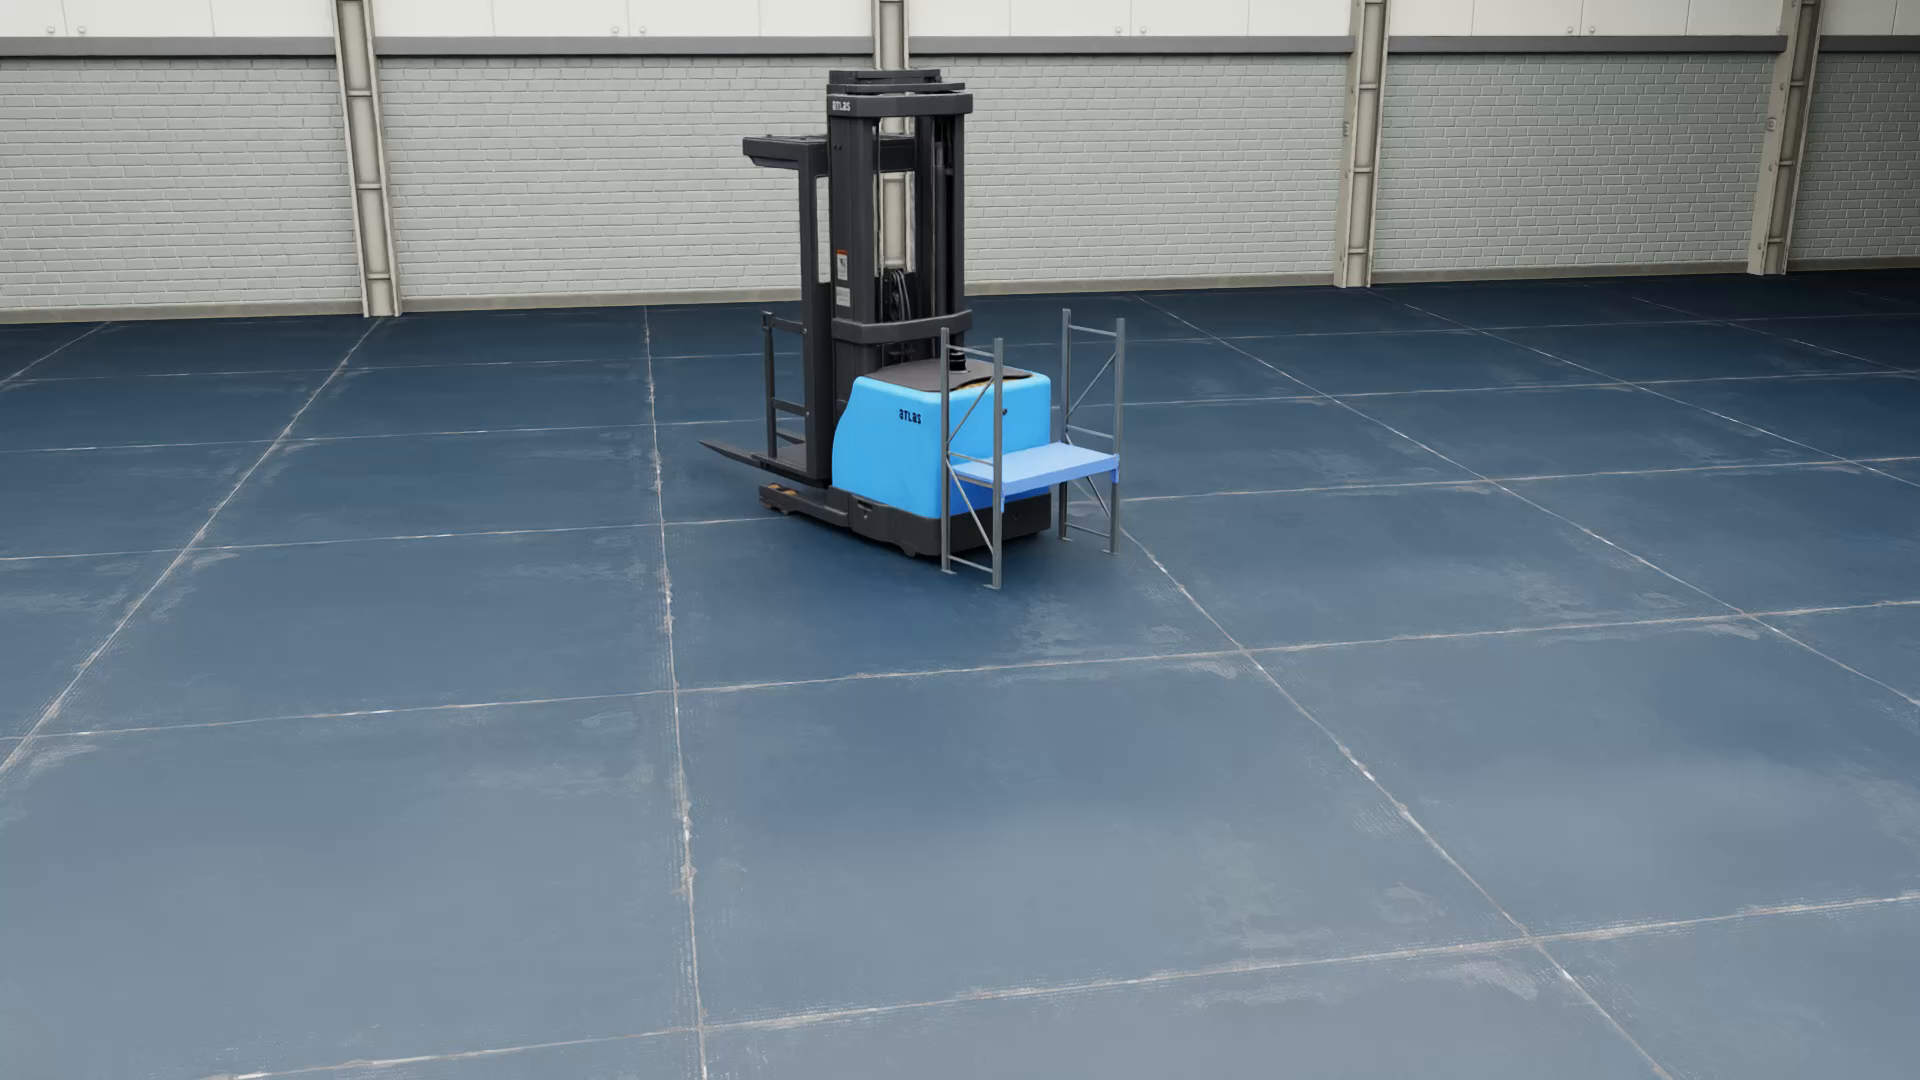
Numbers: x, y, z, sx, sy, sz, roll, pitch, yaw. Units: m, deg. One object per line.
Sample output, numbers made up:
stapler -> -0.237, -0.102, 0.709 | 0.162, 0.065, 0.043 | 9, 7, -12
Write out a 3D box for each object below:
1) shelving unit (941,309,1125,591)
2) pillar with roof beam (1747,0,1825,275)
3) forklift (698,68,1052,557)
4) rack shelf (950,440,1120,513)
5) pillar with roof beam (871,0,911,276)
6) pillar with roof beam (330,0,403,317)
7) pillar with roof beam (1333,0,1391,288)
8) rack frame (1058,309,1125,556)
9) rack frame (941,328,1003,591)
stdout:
shelving unit -> 0.443, -0.574, 10.125 | 1.048, 1.500, 0.538 | -15, 22, -40
pillar with roof beam -> 11.777, -6.689, 17.262 | 0.400, 9.000, 9.100 | -3, 17, -10
forklift -> -0.739, -1.659, 11.220 | 1.130, 2.935, 3.031 | -14, 22, -38
rack shelf -> 0.443, -0.402, 10.178 | 1.000, 0.185, 0.538 | -15, 22, -40
pillar with roof beam -> -0.005, -6.020, 15.085 | 0.400, 9.000, 9.100 | -3, 17, -10
pillar with roof beam -> -5.896, -5.686, 13.997 | 0.400, 9.000, 9.100 | -3, 17, -10
pillar with roof beam -> 5.886, -6.354, 16.174 | 0.400, 9.000, 9.100 | -3, 17, -10
rack frame -> 0.820, -0.674, 10.450 | 0.032, 1.500, 0.500 | -15, 22, -40
rack frame -> 0.065, -0.474, 9.799 | 0.032, 1.500, 0.500 | -15, 22, -40
